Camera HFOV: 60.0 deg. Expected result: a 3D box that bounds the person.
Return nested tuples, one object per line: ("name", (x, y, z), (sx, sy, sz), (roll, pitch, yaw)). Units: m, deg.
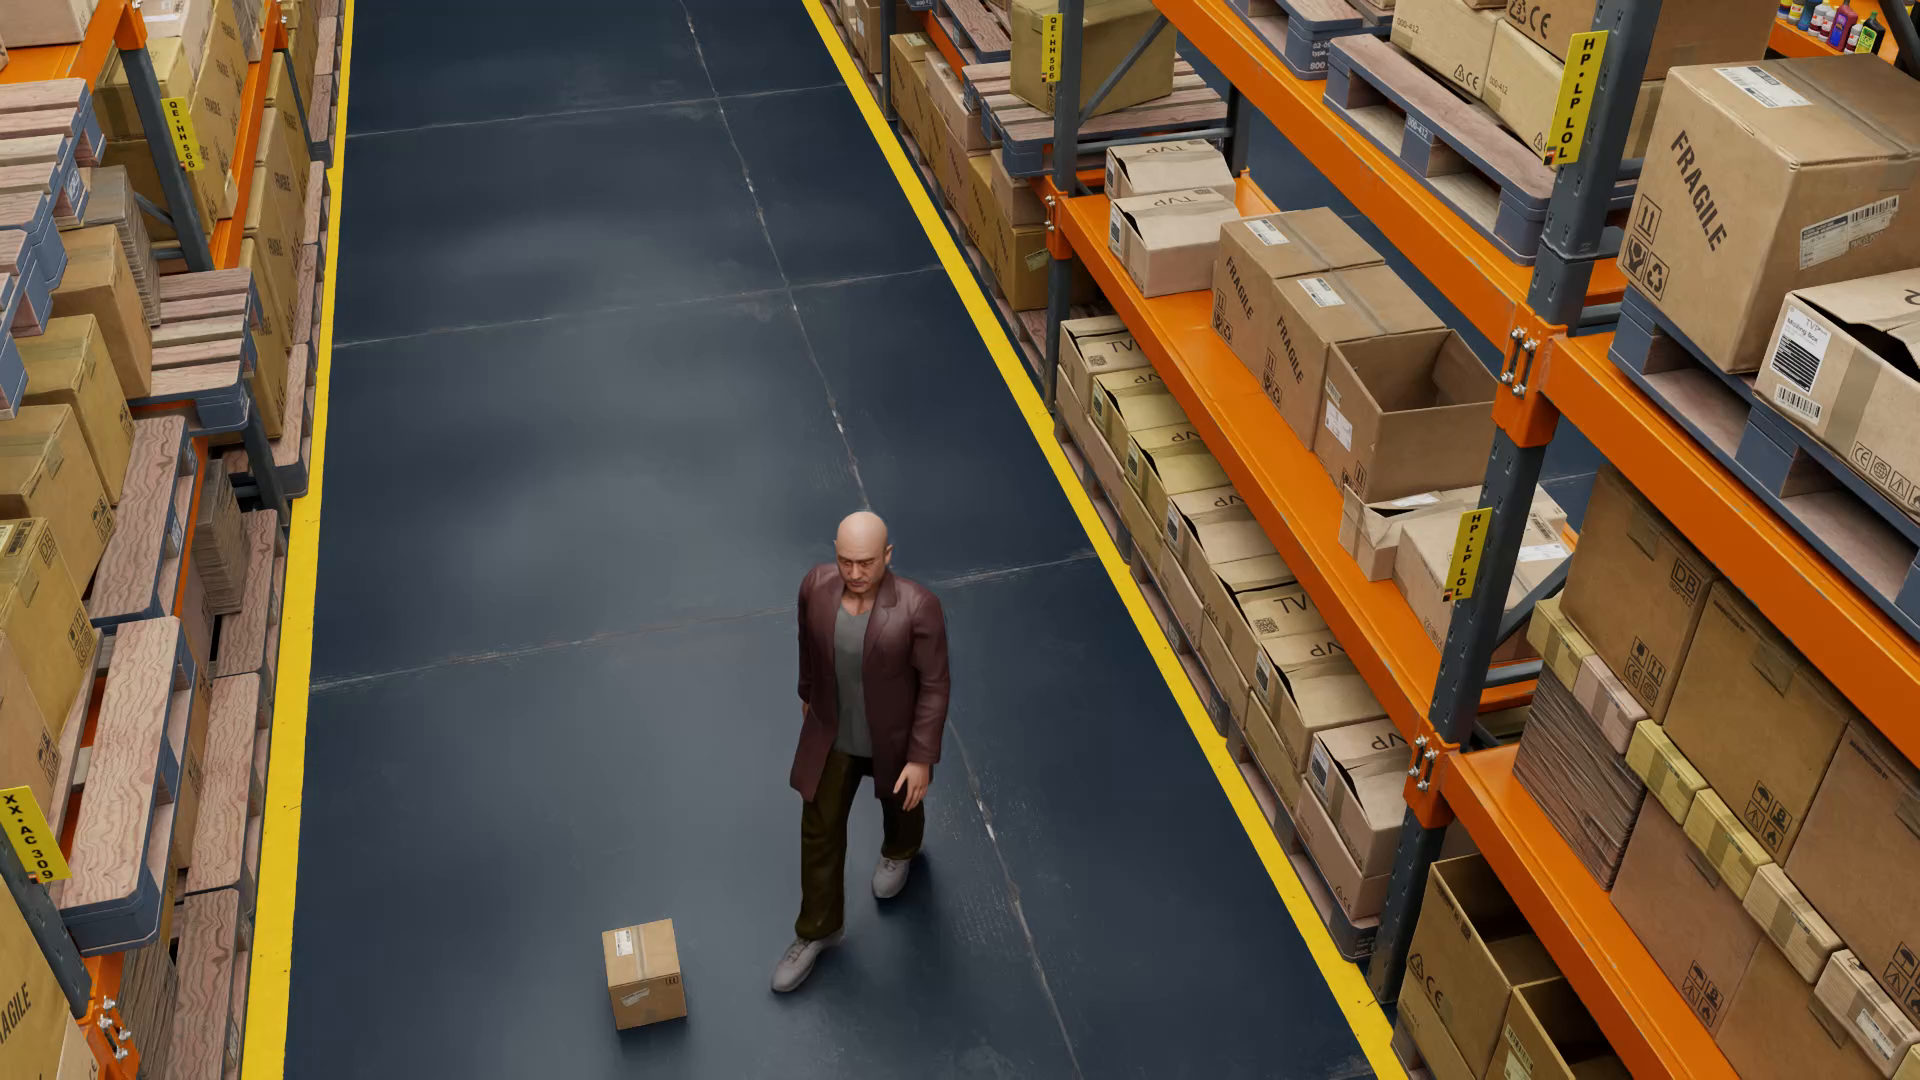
("person", (-0.352, 0.725, 5.758), (0.610, 1.755, 0.878), (9, 39, 12))
